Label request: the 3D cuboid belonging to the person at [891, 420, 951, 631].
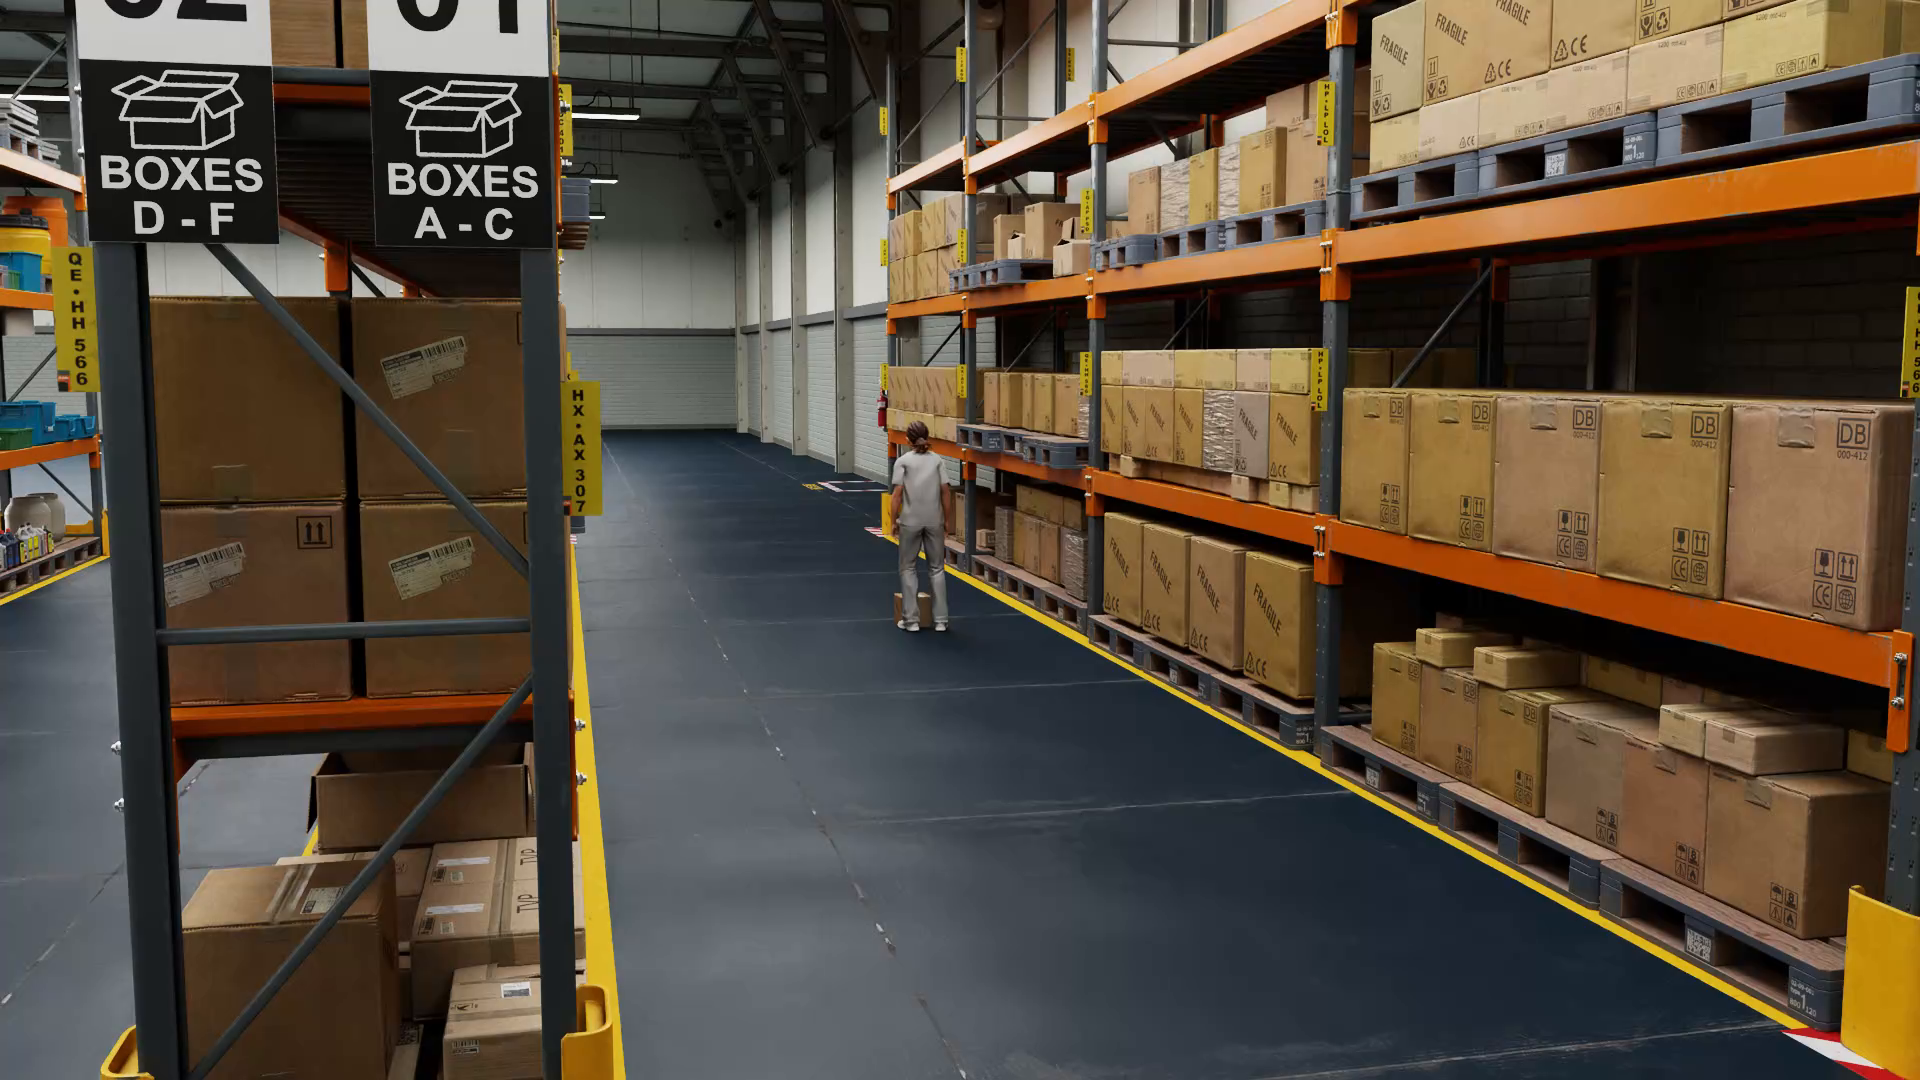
[{"bbox_3d":[-0.317,-0.114,13.191,0.486,1.673,0.404,-2,6,-14],"label":"person"}]
